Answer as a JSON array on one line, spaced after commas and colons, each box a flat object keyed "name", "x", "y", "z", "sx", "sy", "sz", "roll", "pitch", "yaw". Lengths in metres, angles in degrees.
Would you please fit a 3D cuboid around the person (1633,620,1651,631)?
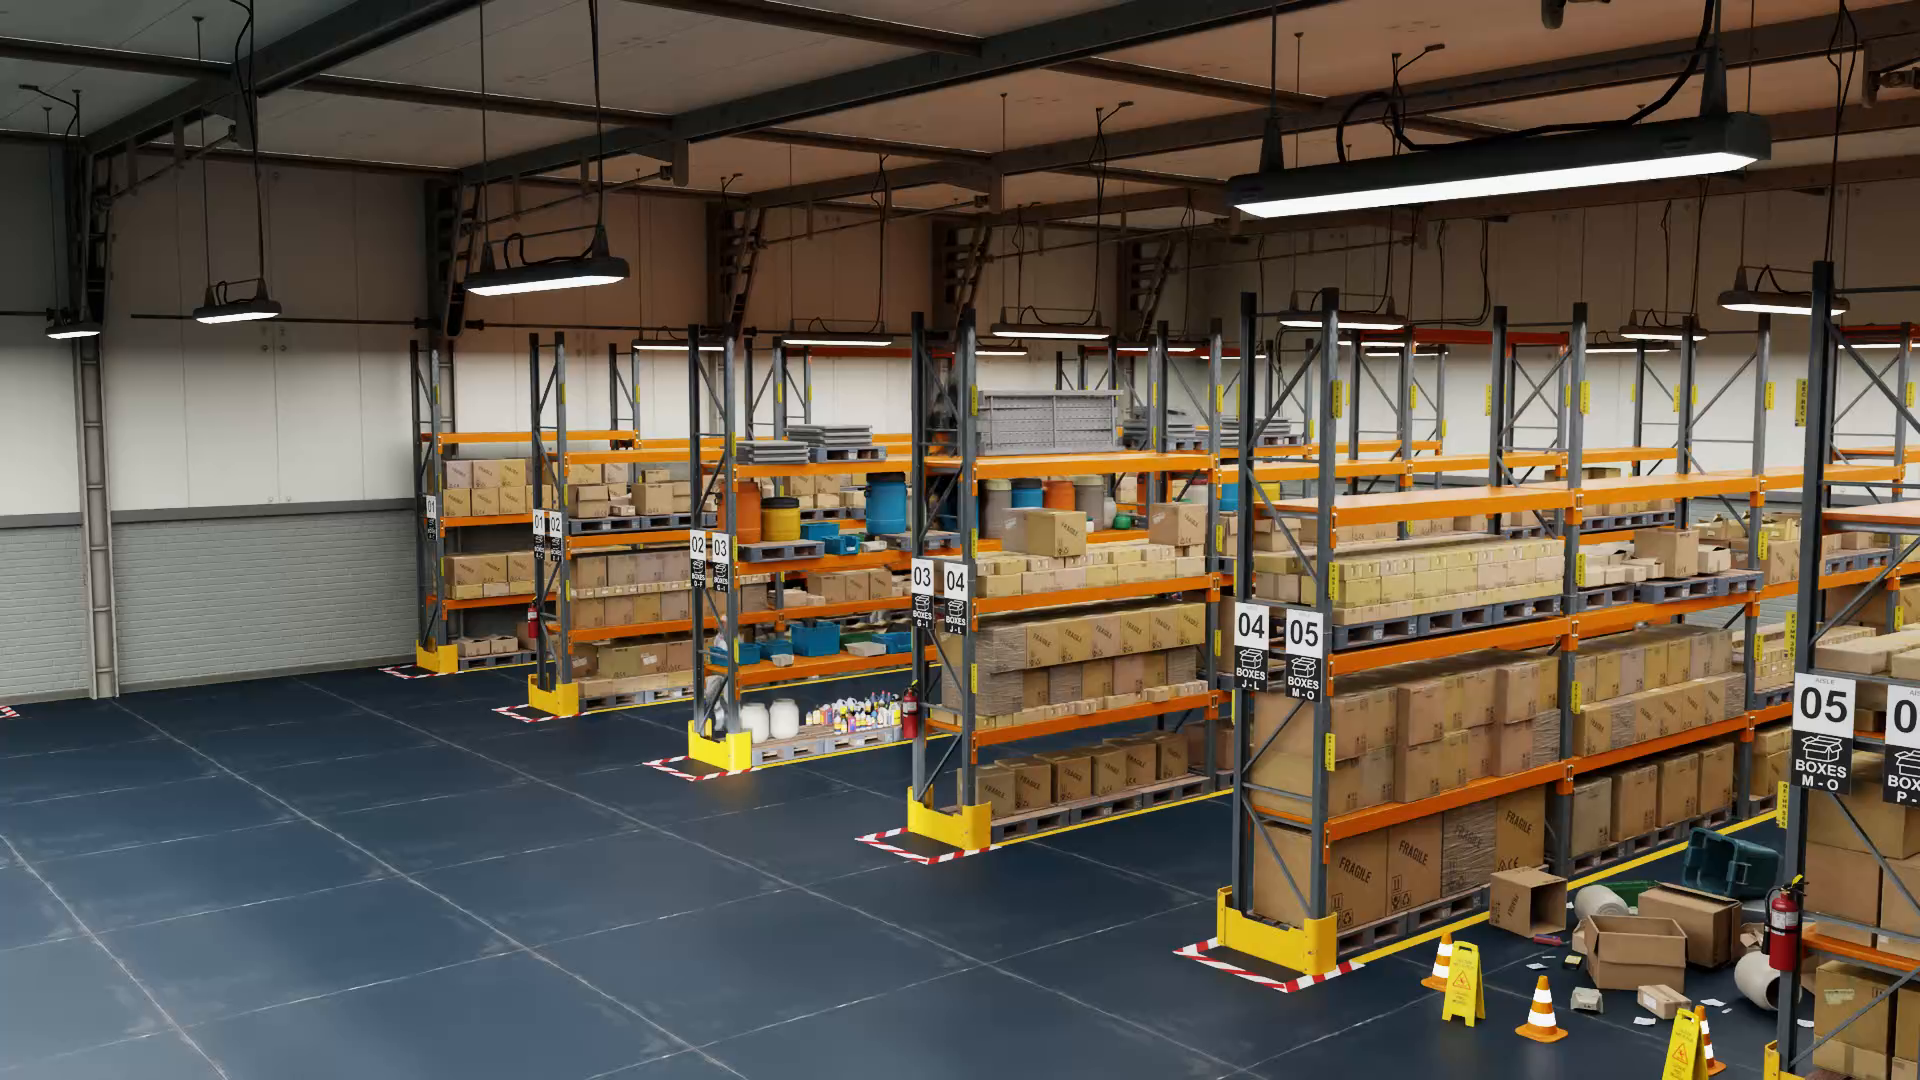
[{"name": "person", "x": 9.901, "y": 2.011, "z": 24.287, "sx": 0.984, "sy": 1.766, "sz": 0.677, "roll": -4, "pitch": 7, "yaw": -39}]

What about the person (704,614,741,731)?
[{"name": "person", "x": -3.543, "y": 1.982, "z": 24.765, "sx": 0.648, "sy": 1.773, "sz": 0.688, "roll": 4, "pitch": 7, "yaw": 39}]

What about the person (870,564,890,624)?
[{"name": "person", "x": -1.518, "y": 1.283, "z": 33.200, "sx": 0.561, "sy": 1.619, "sz": 0.588, "roll": 5, "pitch": 7, "yaw": 41}]
